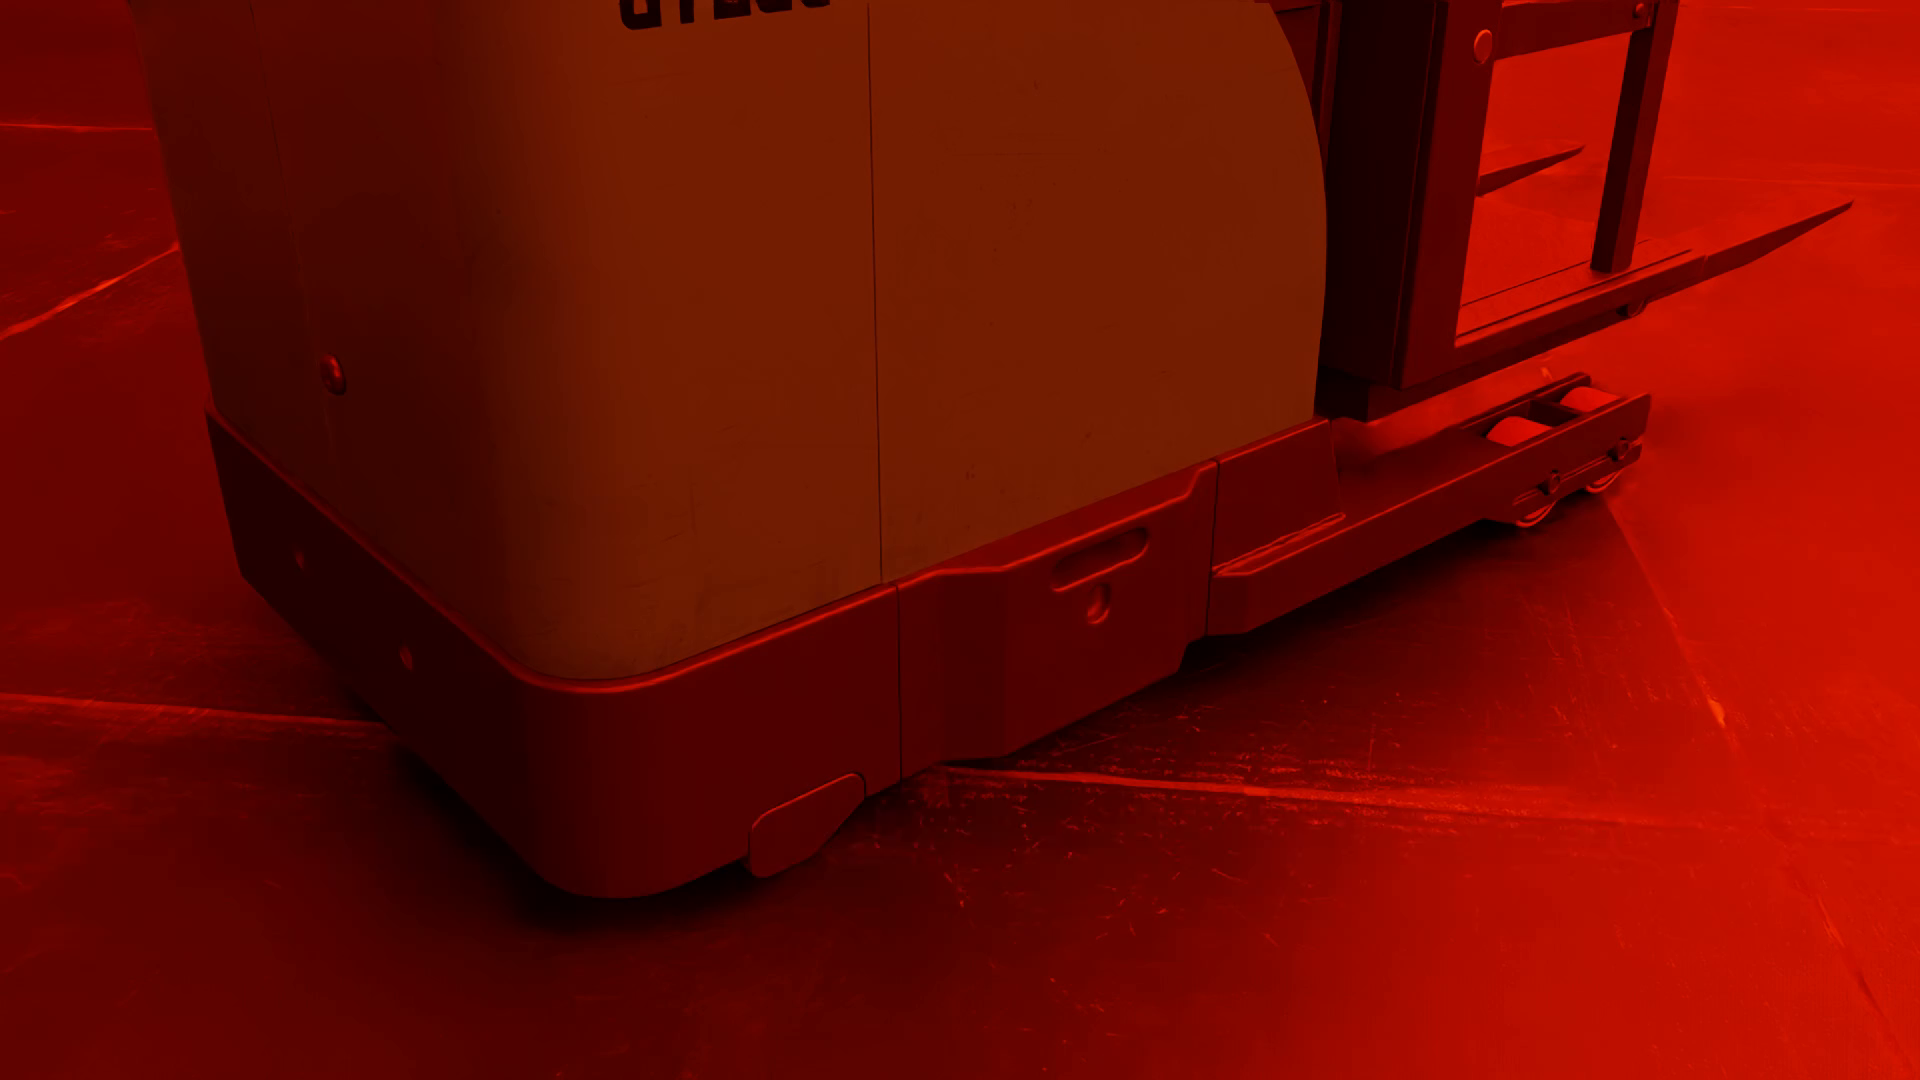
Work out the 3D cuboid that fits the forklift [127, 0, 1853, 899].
[{"bbox_3d":[0.462,-1.491,2.205,3.031,2.935,1.130,-21,33,-35],"label":"forklift"}]
